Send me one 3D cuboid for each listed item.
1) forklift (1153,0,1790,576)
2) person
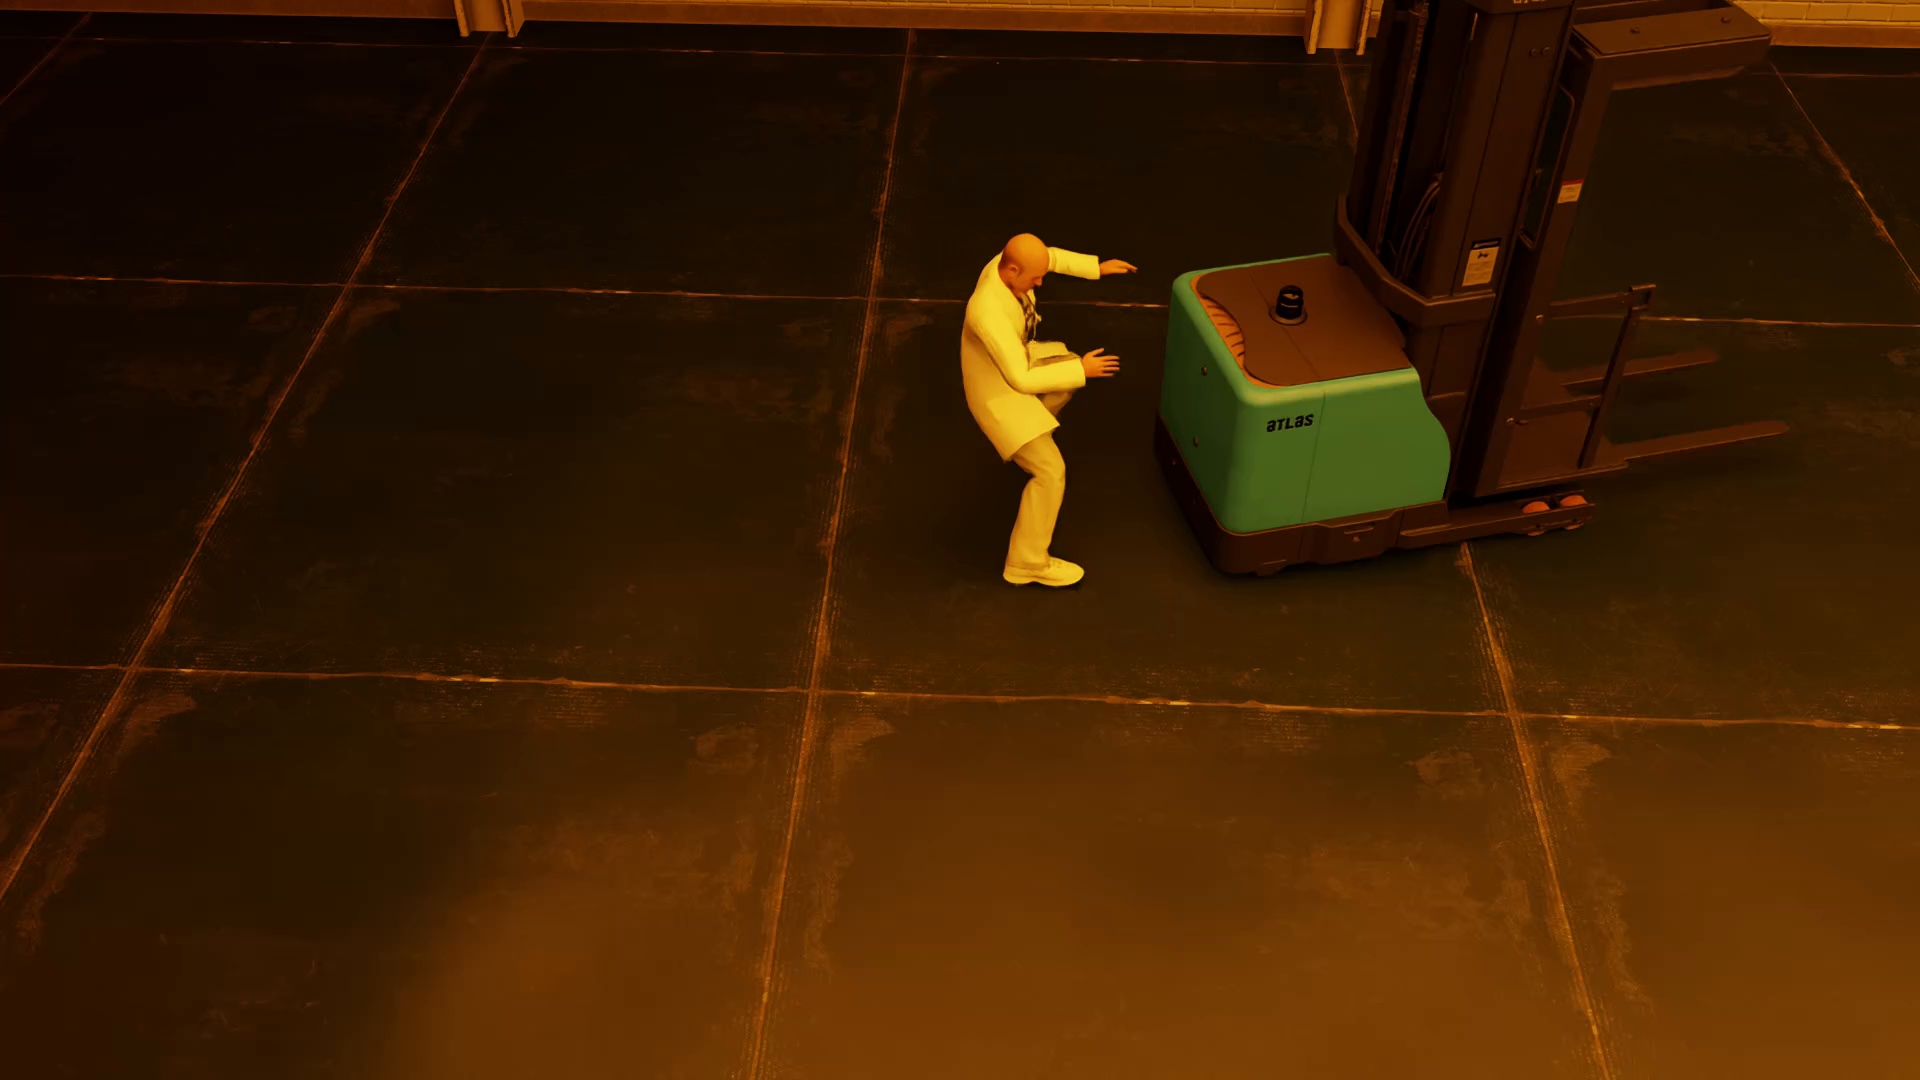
[{"bbox_3d":[2.539,-1.442,7.322,3.031,2.935,1.130,-9,43,-10],"label":"forklift"},{"bbox_3d":[0.387,-0.744,7.597,0.740,1.528,1.178,11,43,11],"label":"person"}]
